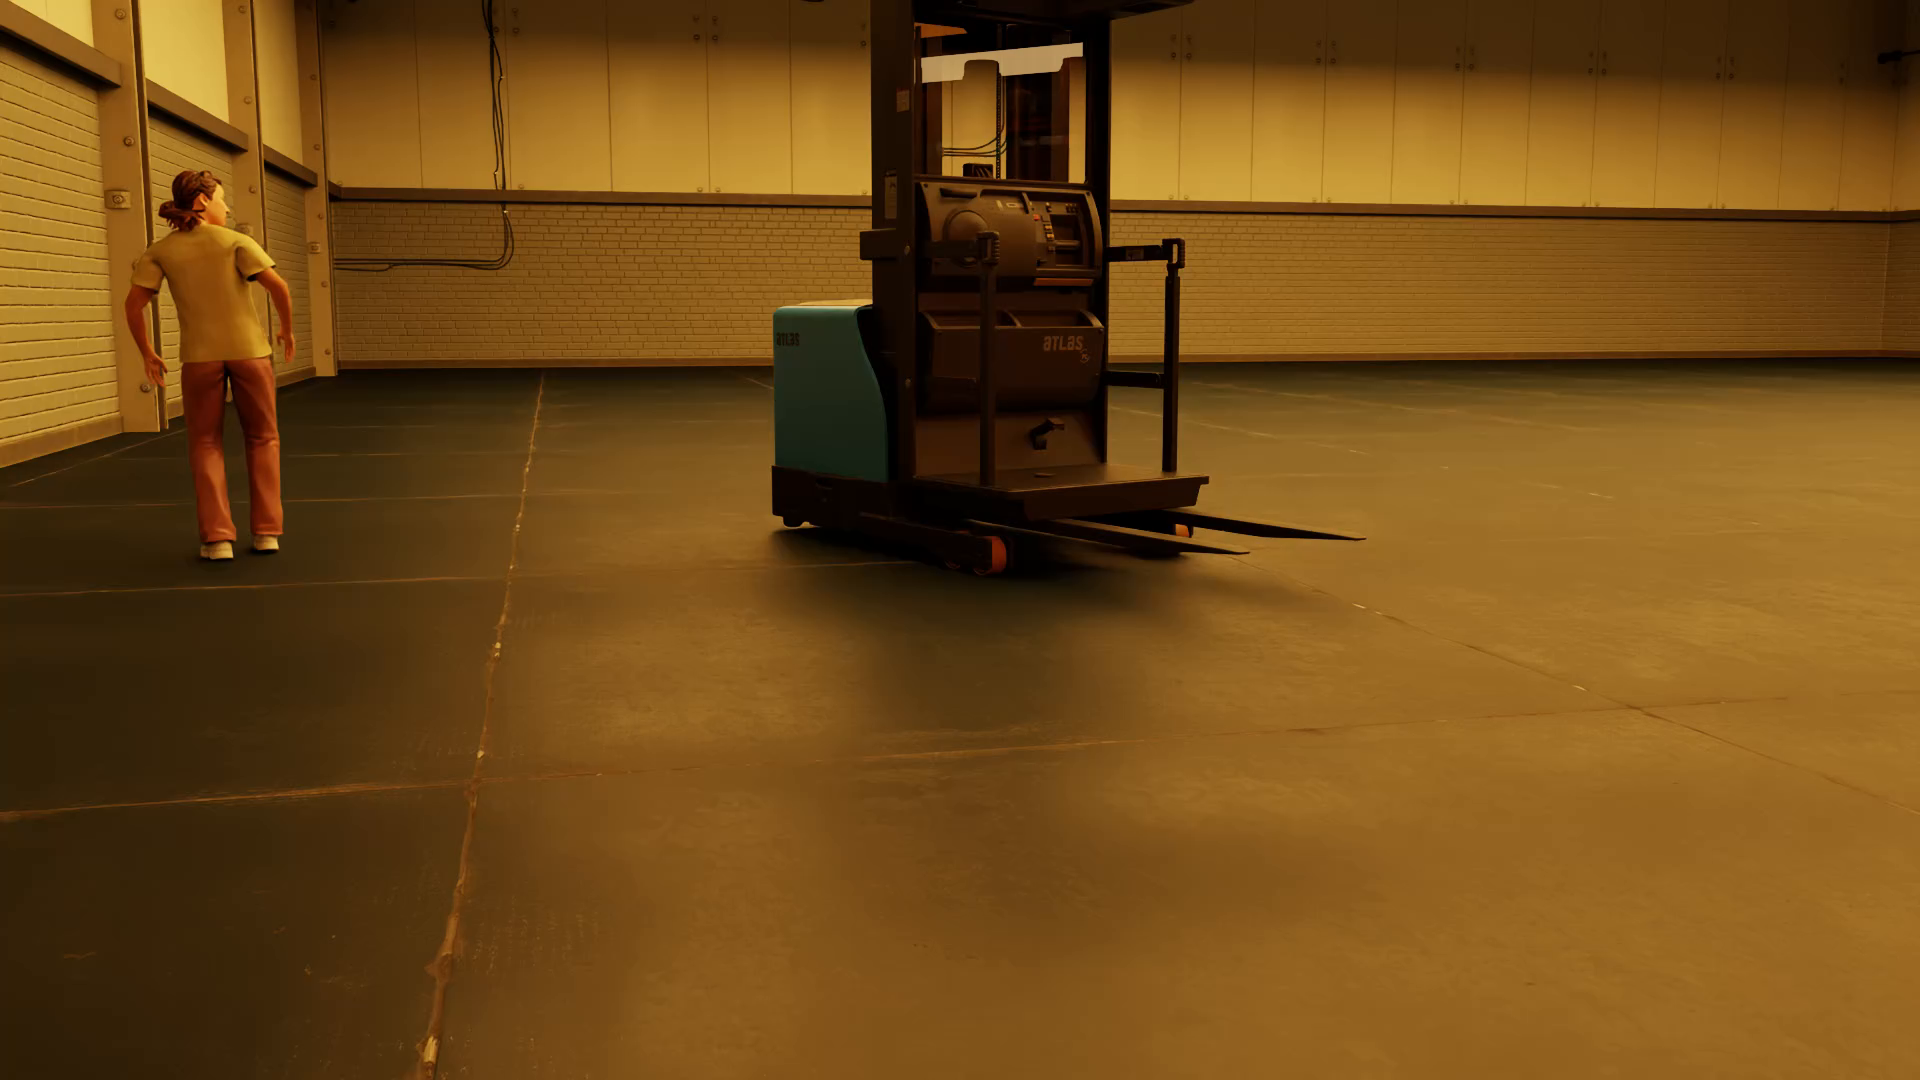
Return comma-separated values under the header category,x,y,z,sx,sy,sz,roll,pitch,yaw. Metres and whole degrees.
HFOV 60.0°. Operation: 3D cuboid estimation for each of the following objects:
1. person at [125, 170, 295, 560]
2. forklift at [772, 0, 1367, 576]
category,x,y,z,sx,sy,sz,roll,pitch,yaw
person,-3.209,-0.752,7.162,0.651,1.647,0.482,-3,8,-19
forklift,0.355,-1.383,7.015,1.130,2.935,3.031,-6,10,-35
